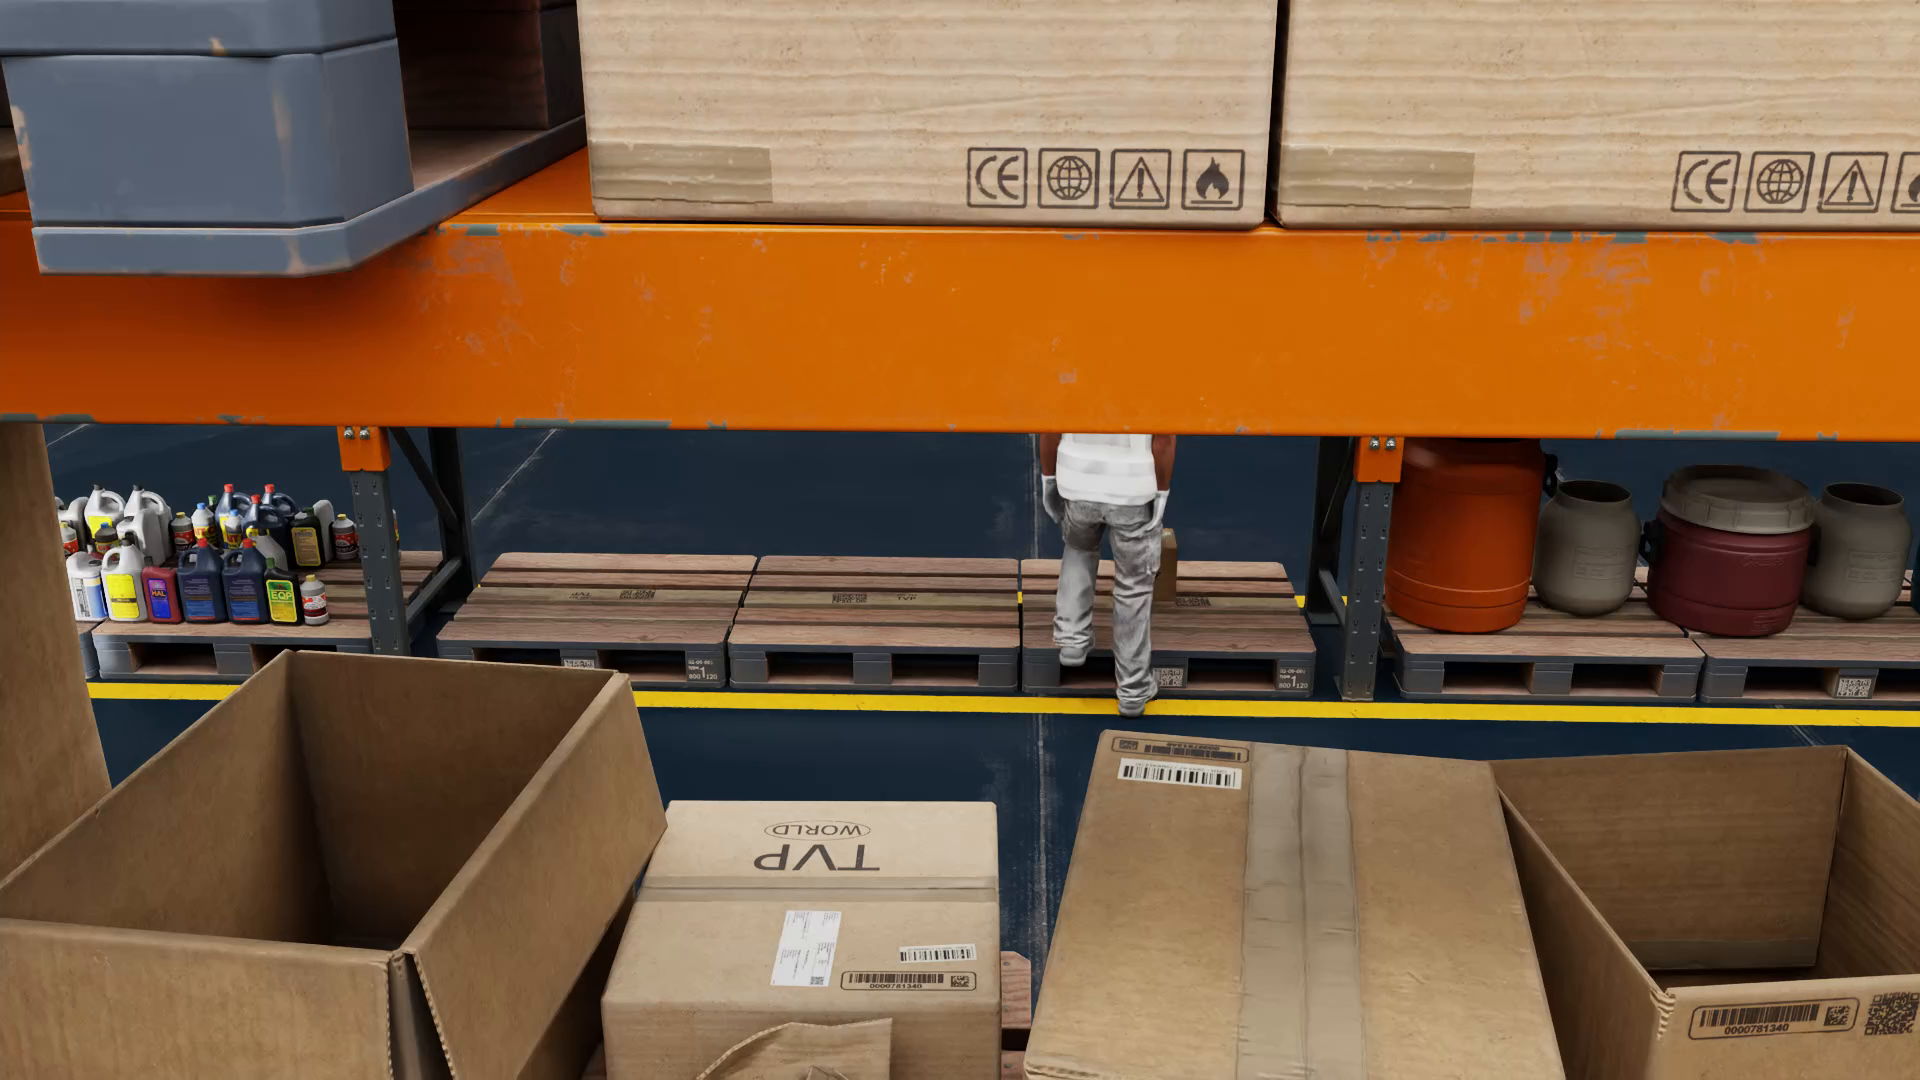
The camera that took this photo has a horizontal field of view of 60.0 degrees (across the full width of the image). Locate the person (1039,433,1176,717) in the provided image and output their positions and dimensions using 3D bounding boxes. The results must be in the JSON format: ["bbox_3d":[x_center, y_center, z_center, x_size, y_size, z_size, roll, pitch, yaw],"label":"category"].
[{"bbox_3d":[0.590,-0.205,6.545,0.545,1.784,0.465,7,22,19],"label":"person"}]
